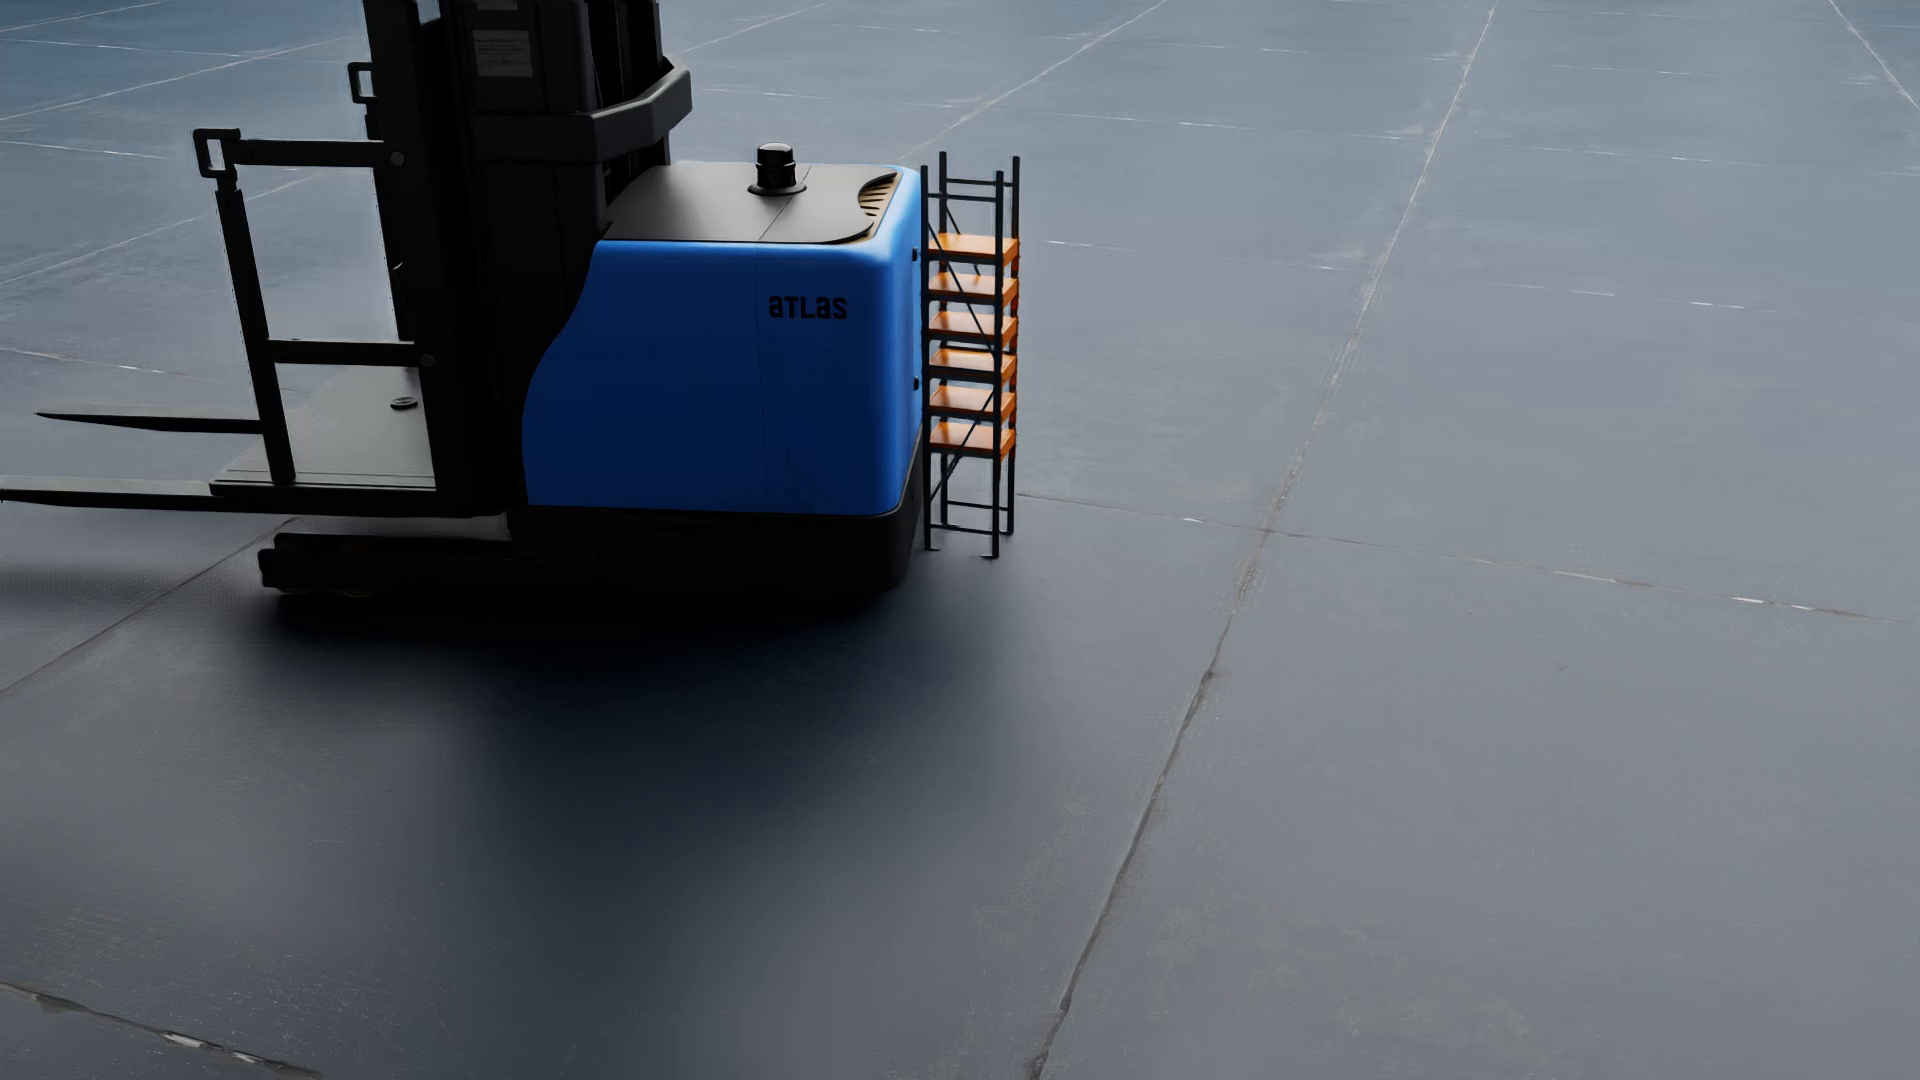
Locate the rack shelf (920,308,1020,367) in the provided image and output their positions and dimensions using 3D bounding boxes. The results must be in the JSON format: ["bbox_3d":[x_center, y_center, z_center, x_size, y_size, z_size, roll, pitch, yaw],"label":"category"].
[{"bbox_3d":[0.030,-0.604,4.946,0.258,0.103,0.180,7,27,14],"label":"rack shelf"}]

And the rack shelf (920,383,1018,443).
[{"bbox_3d":[0.029,-0.388,5.050,0.258,0.103,0.180,7,27,14],"label":"rack shelf"}]

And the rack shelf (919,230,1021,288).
[{"bbox_3d":[0.030,-0.820,4.842,0.258,0.103,0.180,7,27,14],"label":"rack shelf"}]

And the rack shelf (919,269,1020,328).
[{"bbox_3d":[0.030,-0.712,4.894,0.258,0.103,0.180,7,27,14],"label":"rack shelf"}]

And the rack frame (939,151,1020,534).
[{"bbox_3d":[0.055,-0.574,5.058,0.240,1.200,0.006,7,27,14],"label":"rack frame"}]

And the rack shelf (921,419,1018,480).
[{"bbox_3d":[0.029,-0.280,5.103,0.258,0.103,0.180,7,27,14],"label":"rack shelf"}]

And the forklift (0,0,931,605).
[{"bbox_3d":[-1.642,-1.376,4.728,3.031,2.935,1.130,2,26,4],"label":"forklift"}]

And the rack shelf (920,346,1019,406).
[{"bbox_3d":[0.030,-0.496,4.998,0.258,0.103,0.180,7,27,14],"label":"rack shelf"}]

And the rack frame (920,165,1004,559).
[{"bbox_3d":[0.004,-0.498,4.900,0.240,1.200,0.006,7,27,14],"label":"rack frame"}]

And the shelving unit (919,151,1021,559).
[{"bbox_3d":[0.030,-0.536,4.979,0.258,1.200,0.189,7,27,14],"label":"shelving unit"}]
